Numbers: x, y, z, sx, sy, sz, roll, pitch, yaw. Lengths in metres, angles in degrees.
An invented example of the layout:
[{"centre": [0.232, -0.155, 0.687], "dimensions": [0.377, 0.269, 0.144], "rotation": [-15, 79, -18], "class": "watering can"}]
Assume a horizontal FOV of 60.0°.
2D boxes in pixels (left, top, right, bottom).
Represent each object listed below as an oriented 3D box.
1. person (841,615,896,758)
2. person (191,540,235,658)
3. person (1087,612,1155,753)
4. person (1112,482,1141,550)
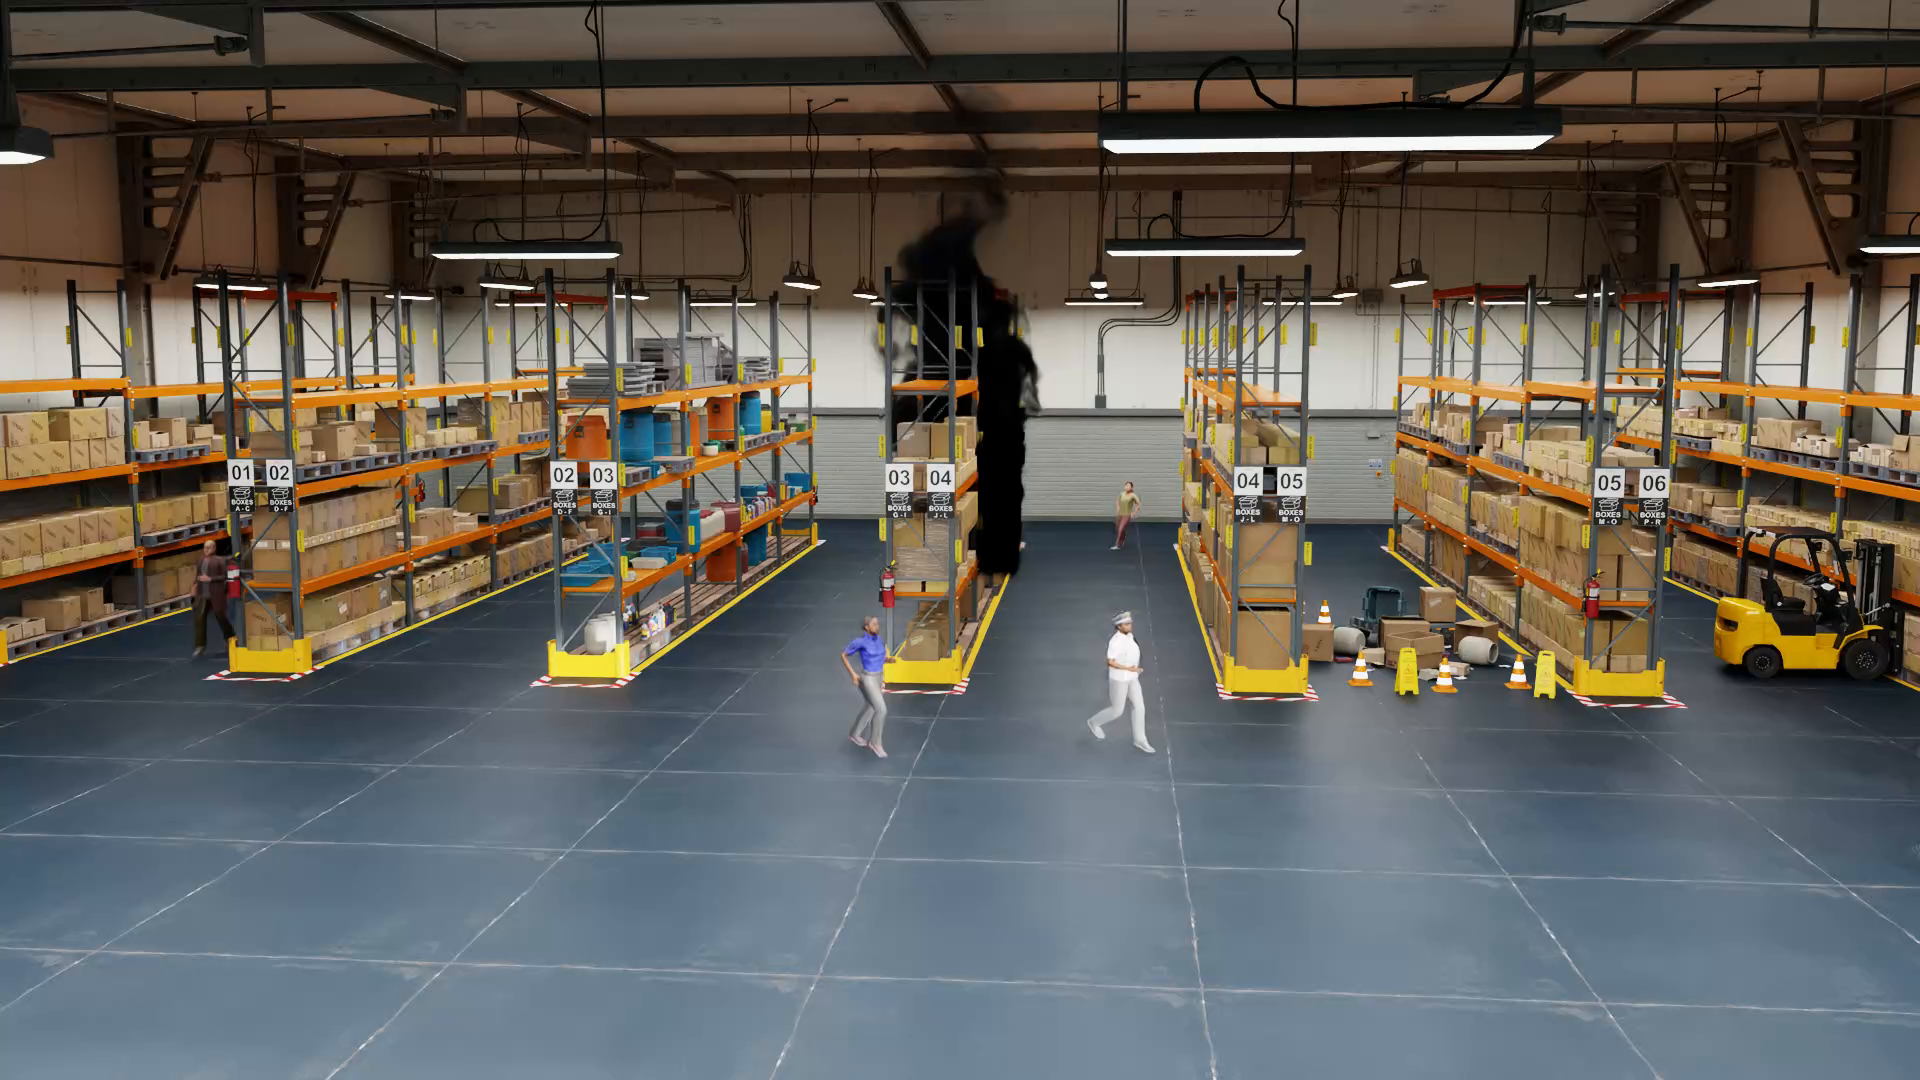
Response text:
[{"centre": [-1.071, 1.759, 20.069], "dimensions": [0.735, 1.720, 0.544], "rotation": [4, 8, 30], "class": "person"}, {"centre": [-11.856, 0.896, 26.347], "dimensions": [0.692, 1.794, 0.993], "rotation": [0, 7, 4], "class": "person"}, {"centre": [1.982, 1.710, 20.295], "dimensions": [0.930, 1.707, 0.592], "rotation": [6, 9, 40], "class": "person"}, {"centre": [3.970, -0.580, 39.365], "dimensions": [0.648, 1.625, 0.649], "rotation": [4, 8, 30], "class": "person"}]
